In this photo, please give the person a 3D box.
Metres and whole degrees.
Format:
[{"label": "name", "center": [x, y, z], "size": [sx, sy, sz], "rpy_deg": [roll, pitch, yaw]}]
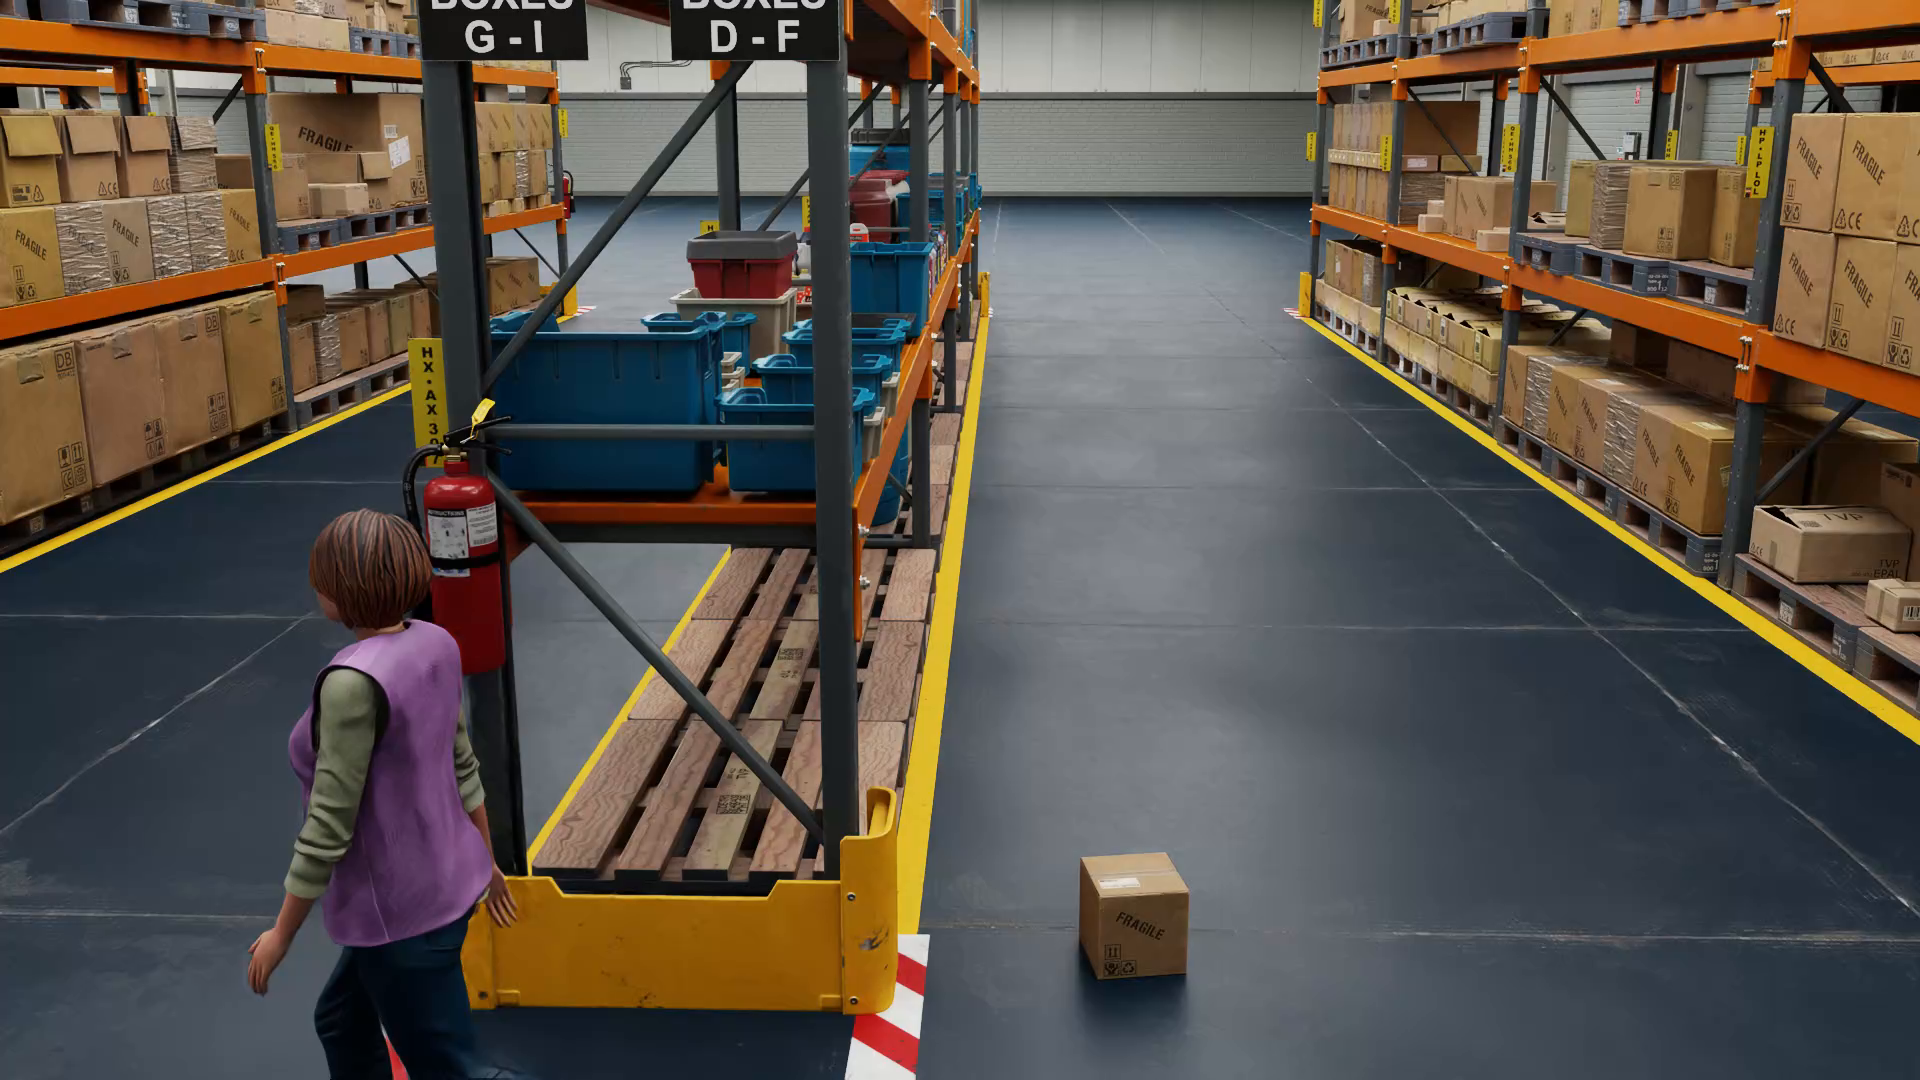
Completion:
[{"label": "person", "center": [-1.037, 0.701, 3.234], "size": [0.930, 1.549, 0.473], "rpy_deg": [1, 14, 4]}]
